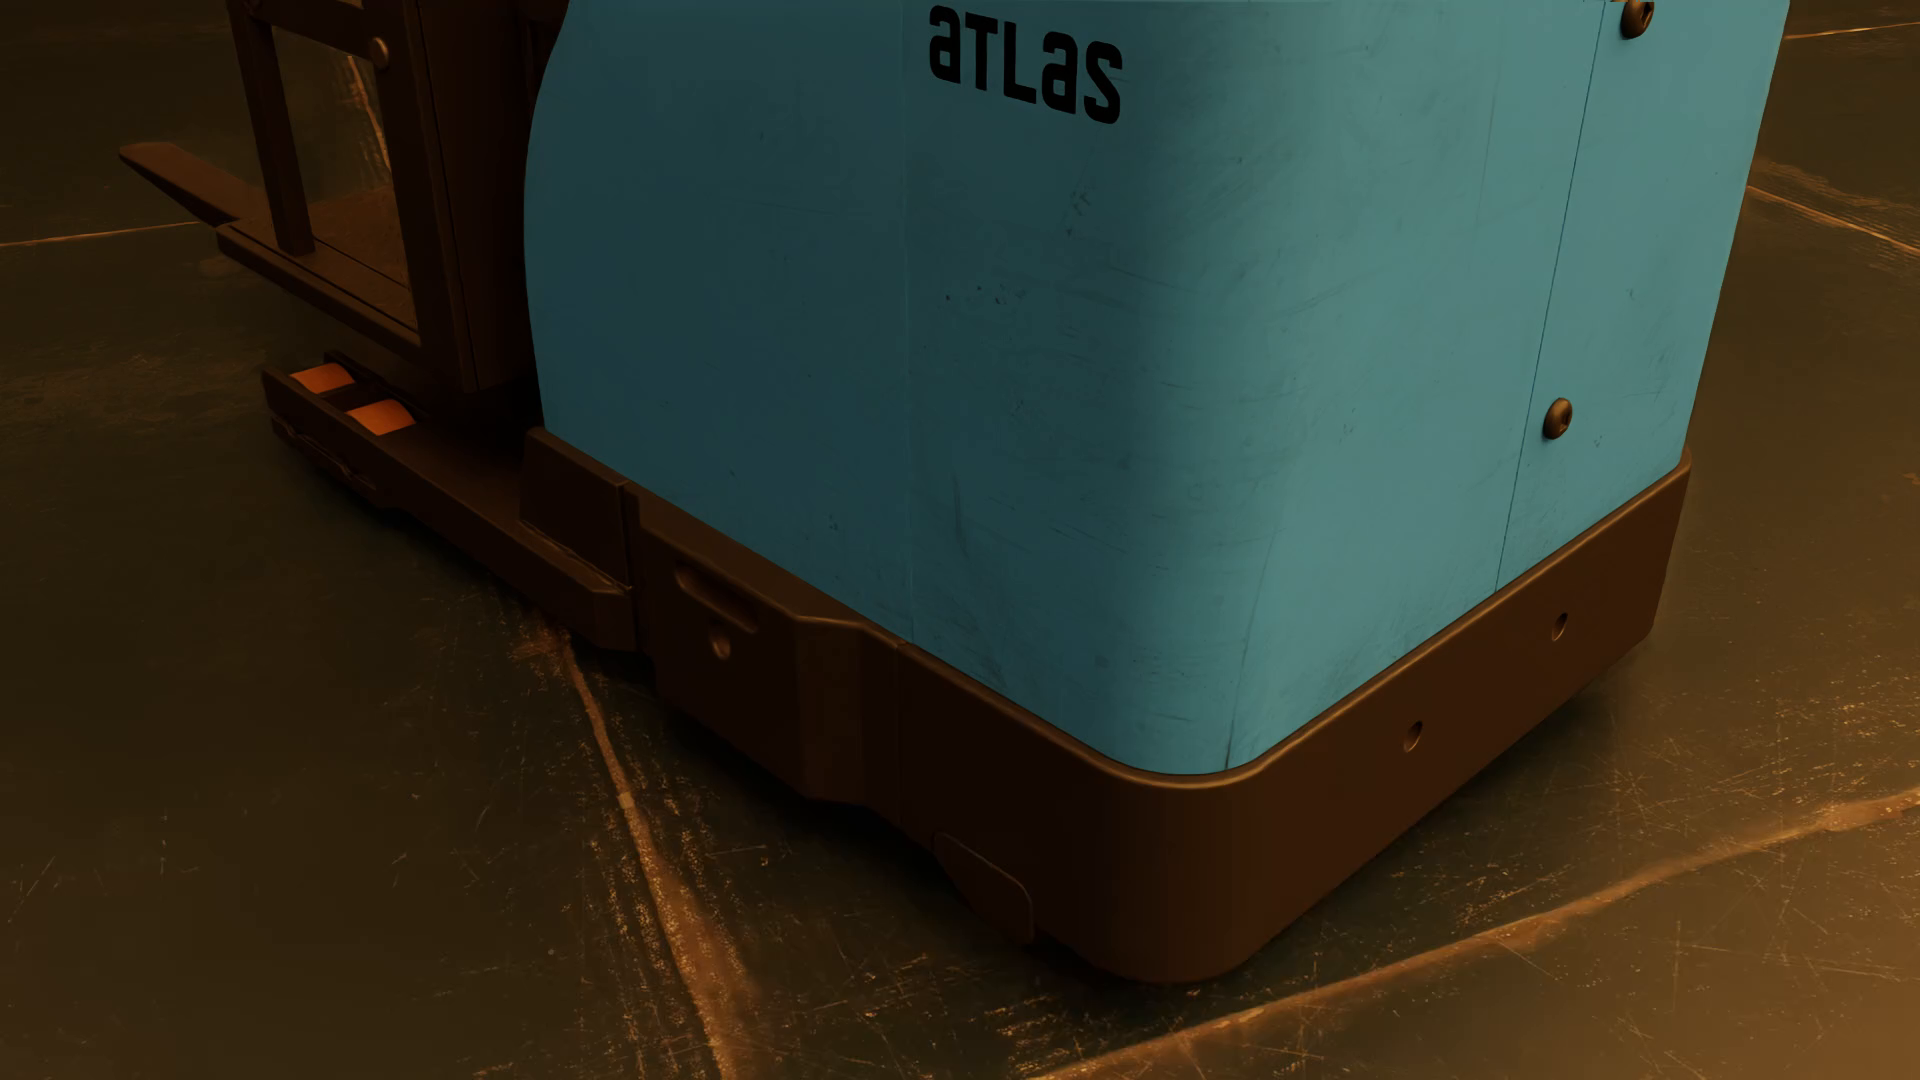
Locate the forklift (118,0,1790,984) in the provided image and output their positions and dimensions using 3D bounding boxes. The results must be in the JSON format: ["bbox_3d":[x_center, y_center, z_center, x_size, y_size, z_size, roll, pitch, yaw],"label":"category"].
[{"bbox_3d":[-0.476,-1.480,2.136,1.130,2.935,3.031,-26,38,-37],"label":"forklift"}]
